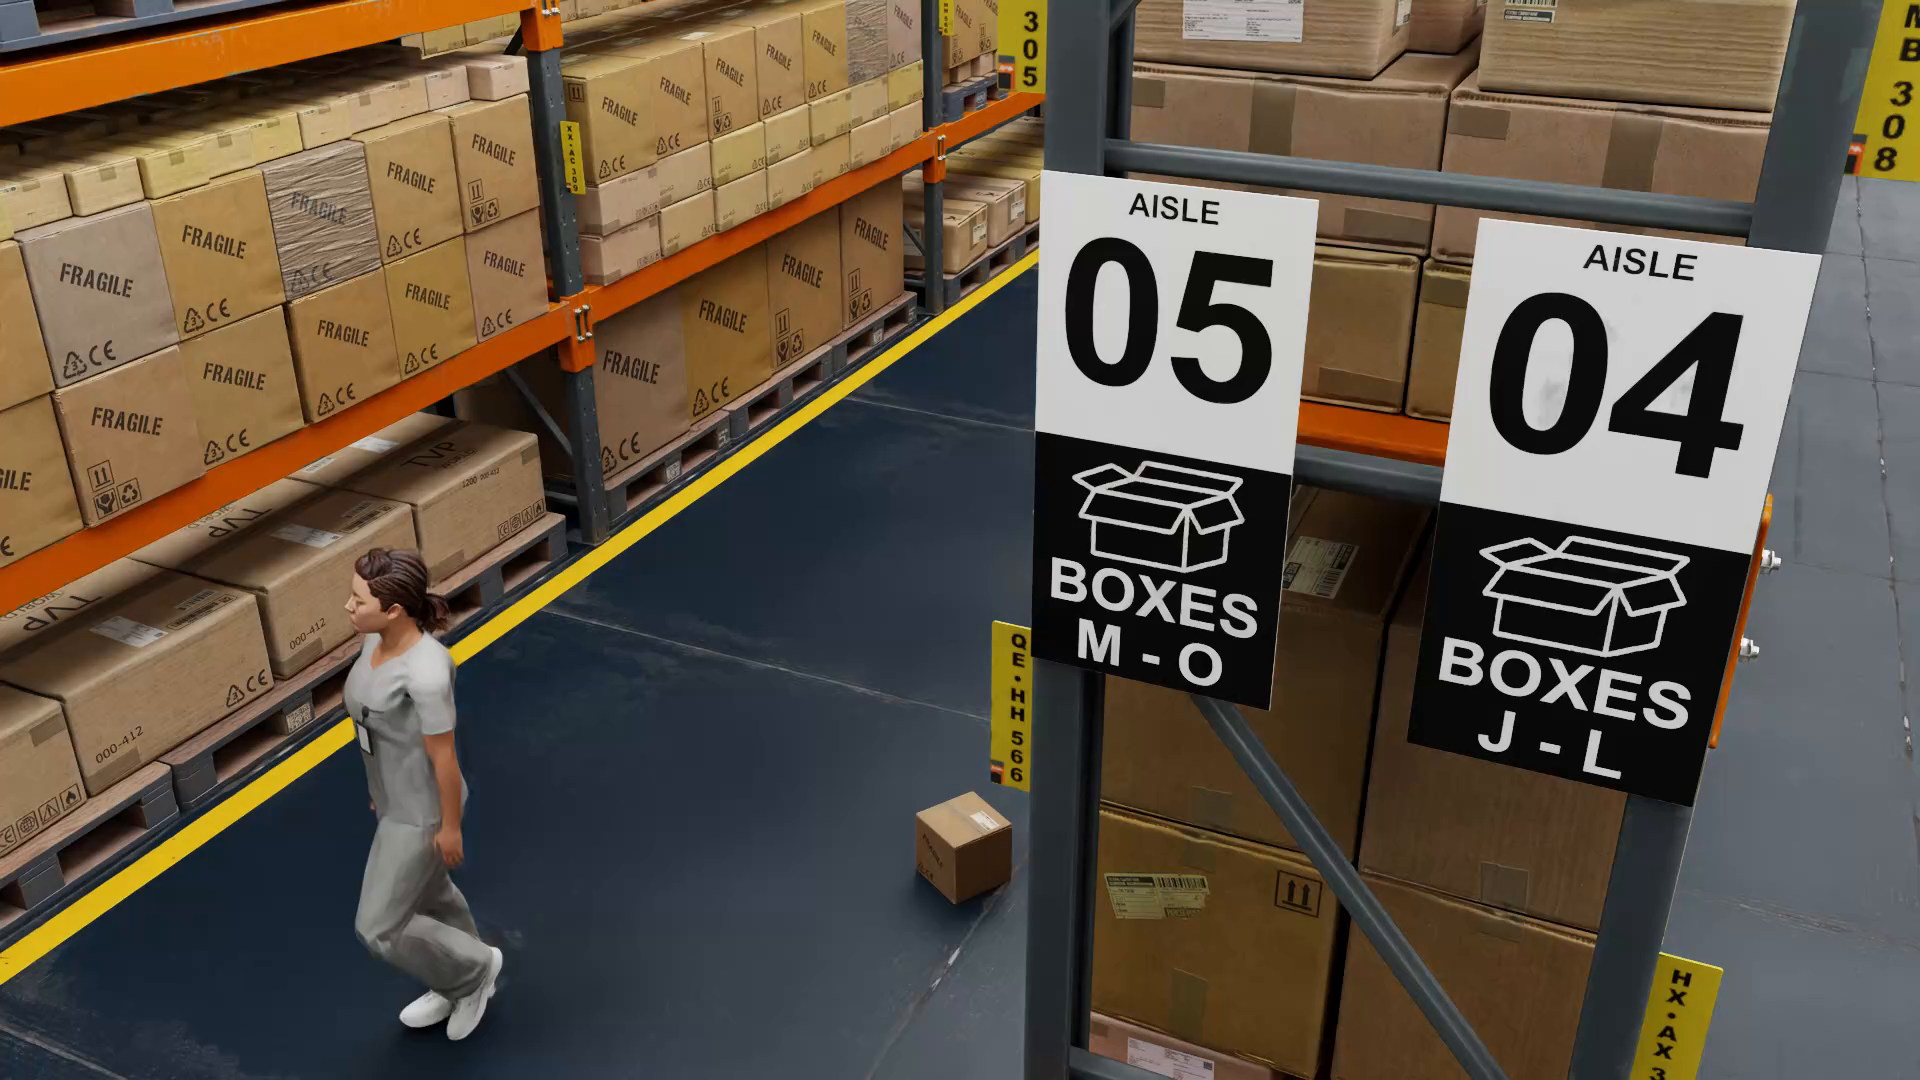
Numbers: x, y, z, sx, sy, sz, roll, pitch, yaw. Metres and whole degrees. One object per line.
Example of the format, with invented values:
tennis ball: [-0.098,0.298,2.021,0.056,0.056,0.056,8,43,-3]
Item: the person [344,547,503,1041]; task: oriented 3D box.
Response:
person: [-1.655,0.792,4.952,0.460,1.666,0.460,-18,31,-31]
